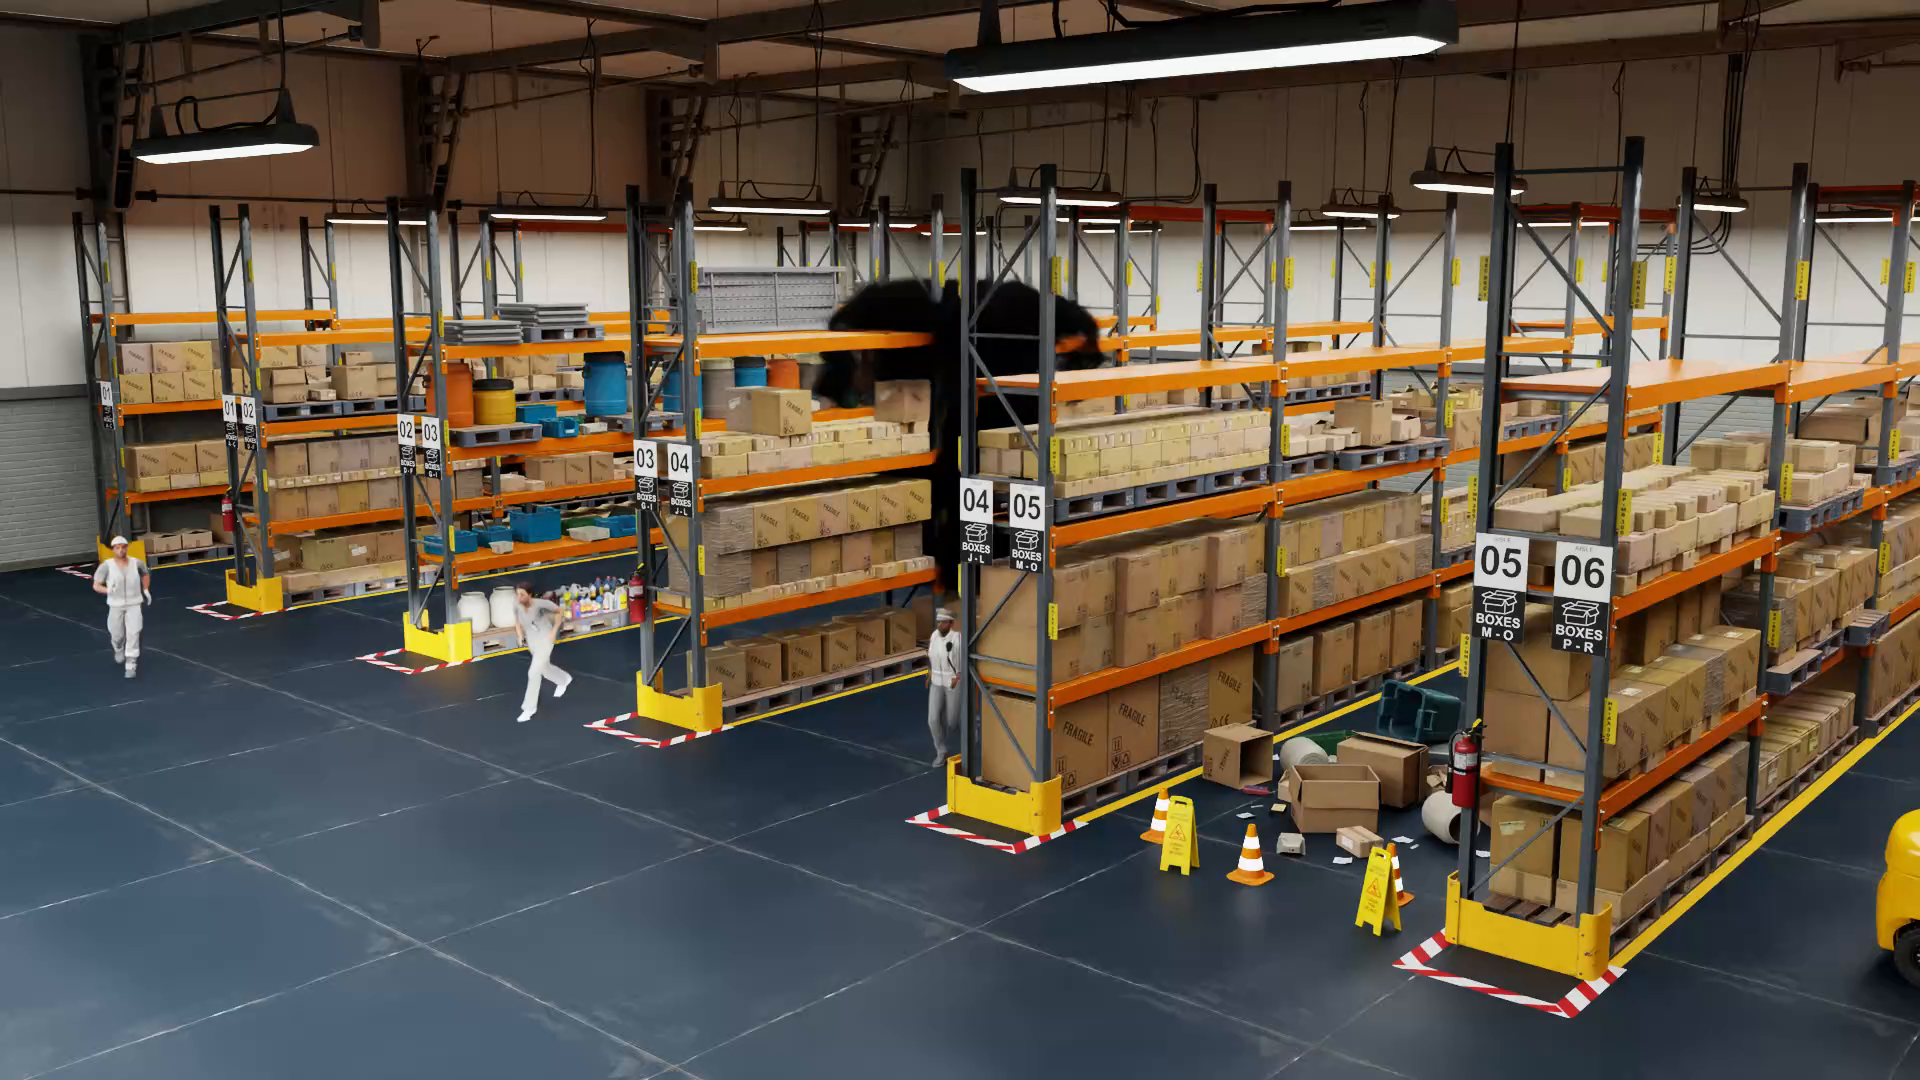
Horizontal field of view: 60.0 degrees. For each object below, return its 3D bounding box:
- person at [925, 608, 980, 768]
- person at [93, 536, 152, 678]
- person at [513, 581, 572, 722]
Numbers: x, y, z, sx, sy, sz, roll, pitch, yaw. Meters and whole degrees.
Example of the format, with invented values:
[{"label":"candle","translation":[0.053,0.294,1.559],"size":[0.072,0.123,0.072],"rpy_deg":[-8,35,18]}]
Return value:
[{"label":"person","translation":[-0.090,1.491,17.399],"size":[0.559,1.668,0.779],"rpy_deg":[5,11,29]},{"label":"person","translation":[-10.541,0.822,20.968],"size":[0.660,1.765,0.860],"rpy_deg":[-6,11,-31]},{"label":"person","translation":[-4.807,1.219,19.249],"size":[0.596,1.624,1.001],"rpy_deg":[3,10,17]}]
